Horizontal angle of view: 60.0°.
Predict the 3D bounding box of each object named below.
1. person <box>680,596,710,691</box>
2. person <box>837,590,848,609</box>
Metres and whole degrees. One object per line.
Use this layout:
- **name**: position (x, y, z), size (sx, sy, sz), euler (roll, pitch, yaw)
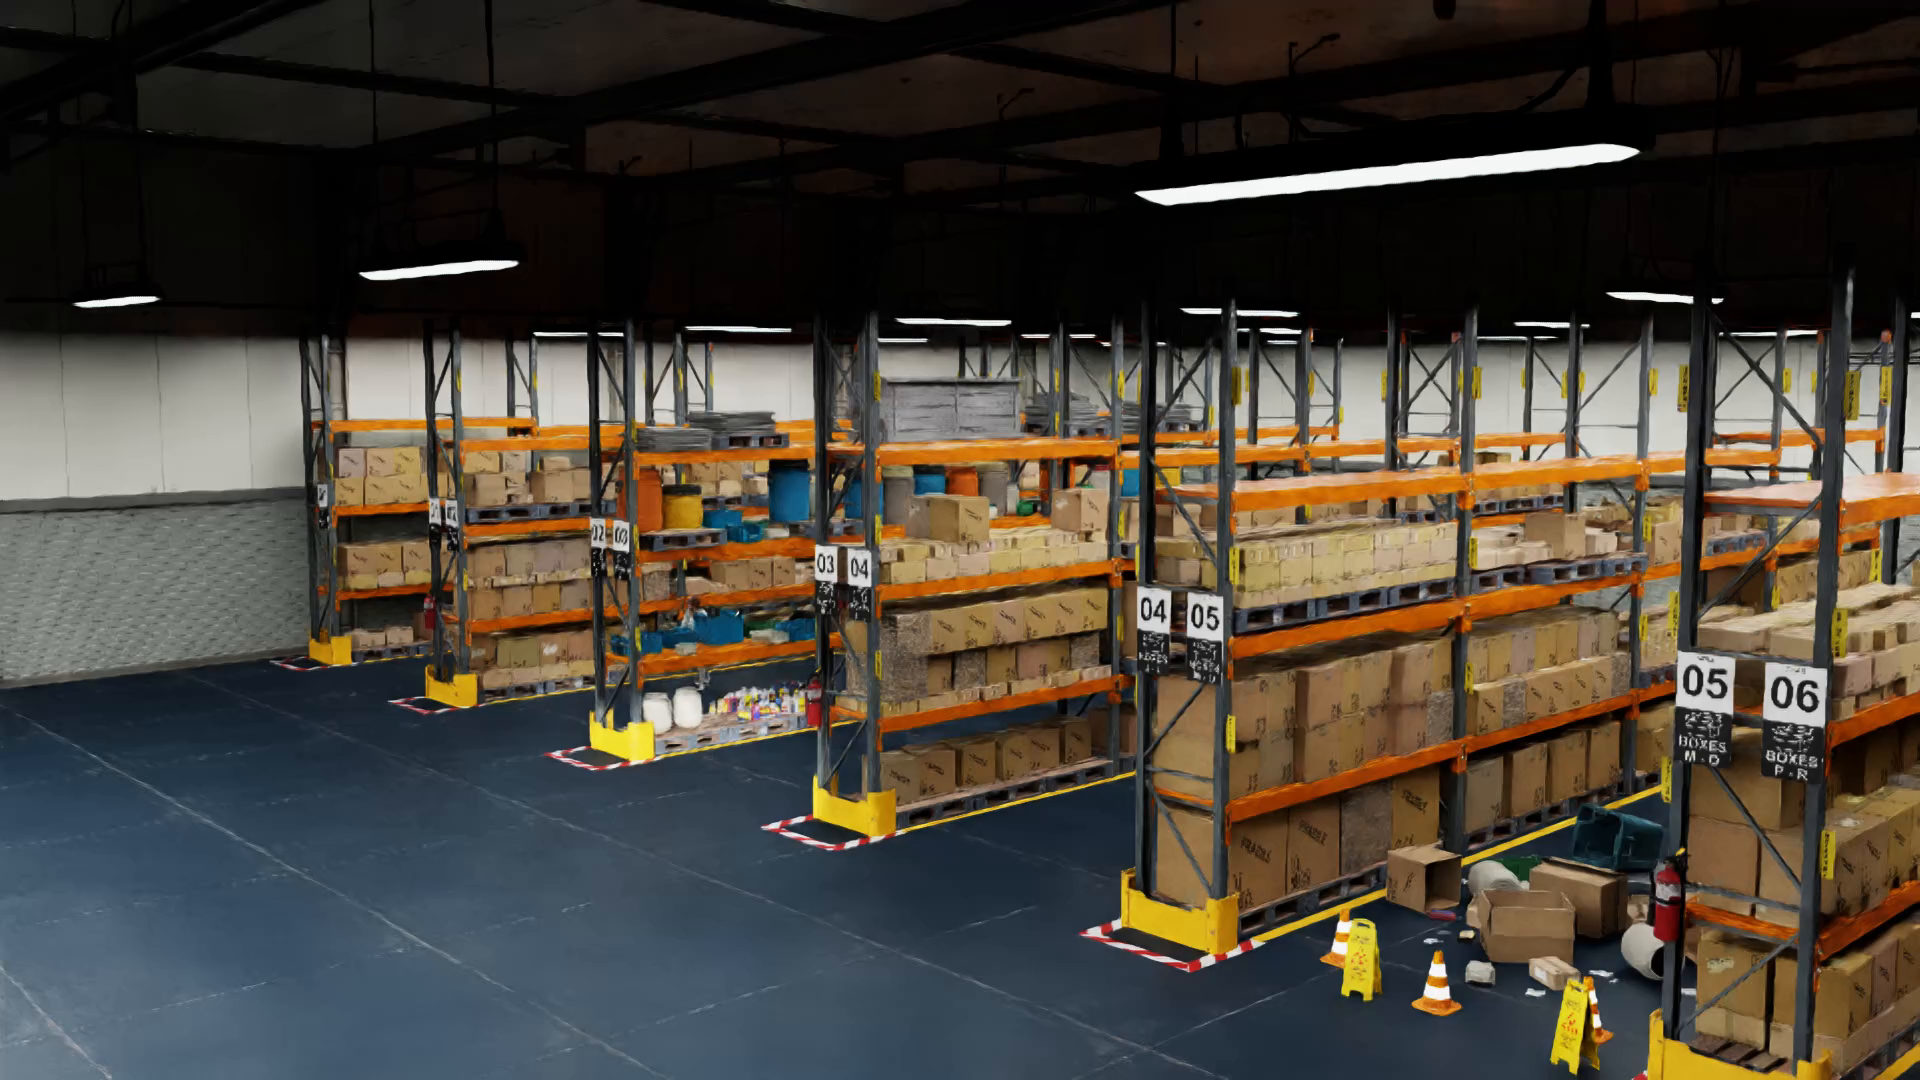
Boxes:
- **person**: position (-4.256, 1.651, 27.160), size (0.562, 1.528, 0.778), euler (3, 7, 28)
- **person**: position (-2.522, 0.836, 34.973), size (0.598, 1.619, 0.507), euler (6, 8, 44)
